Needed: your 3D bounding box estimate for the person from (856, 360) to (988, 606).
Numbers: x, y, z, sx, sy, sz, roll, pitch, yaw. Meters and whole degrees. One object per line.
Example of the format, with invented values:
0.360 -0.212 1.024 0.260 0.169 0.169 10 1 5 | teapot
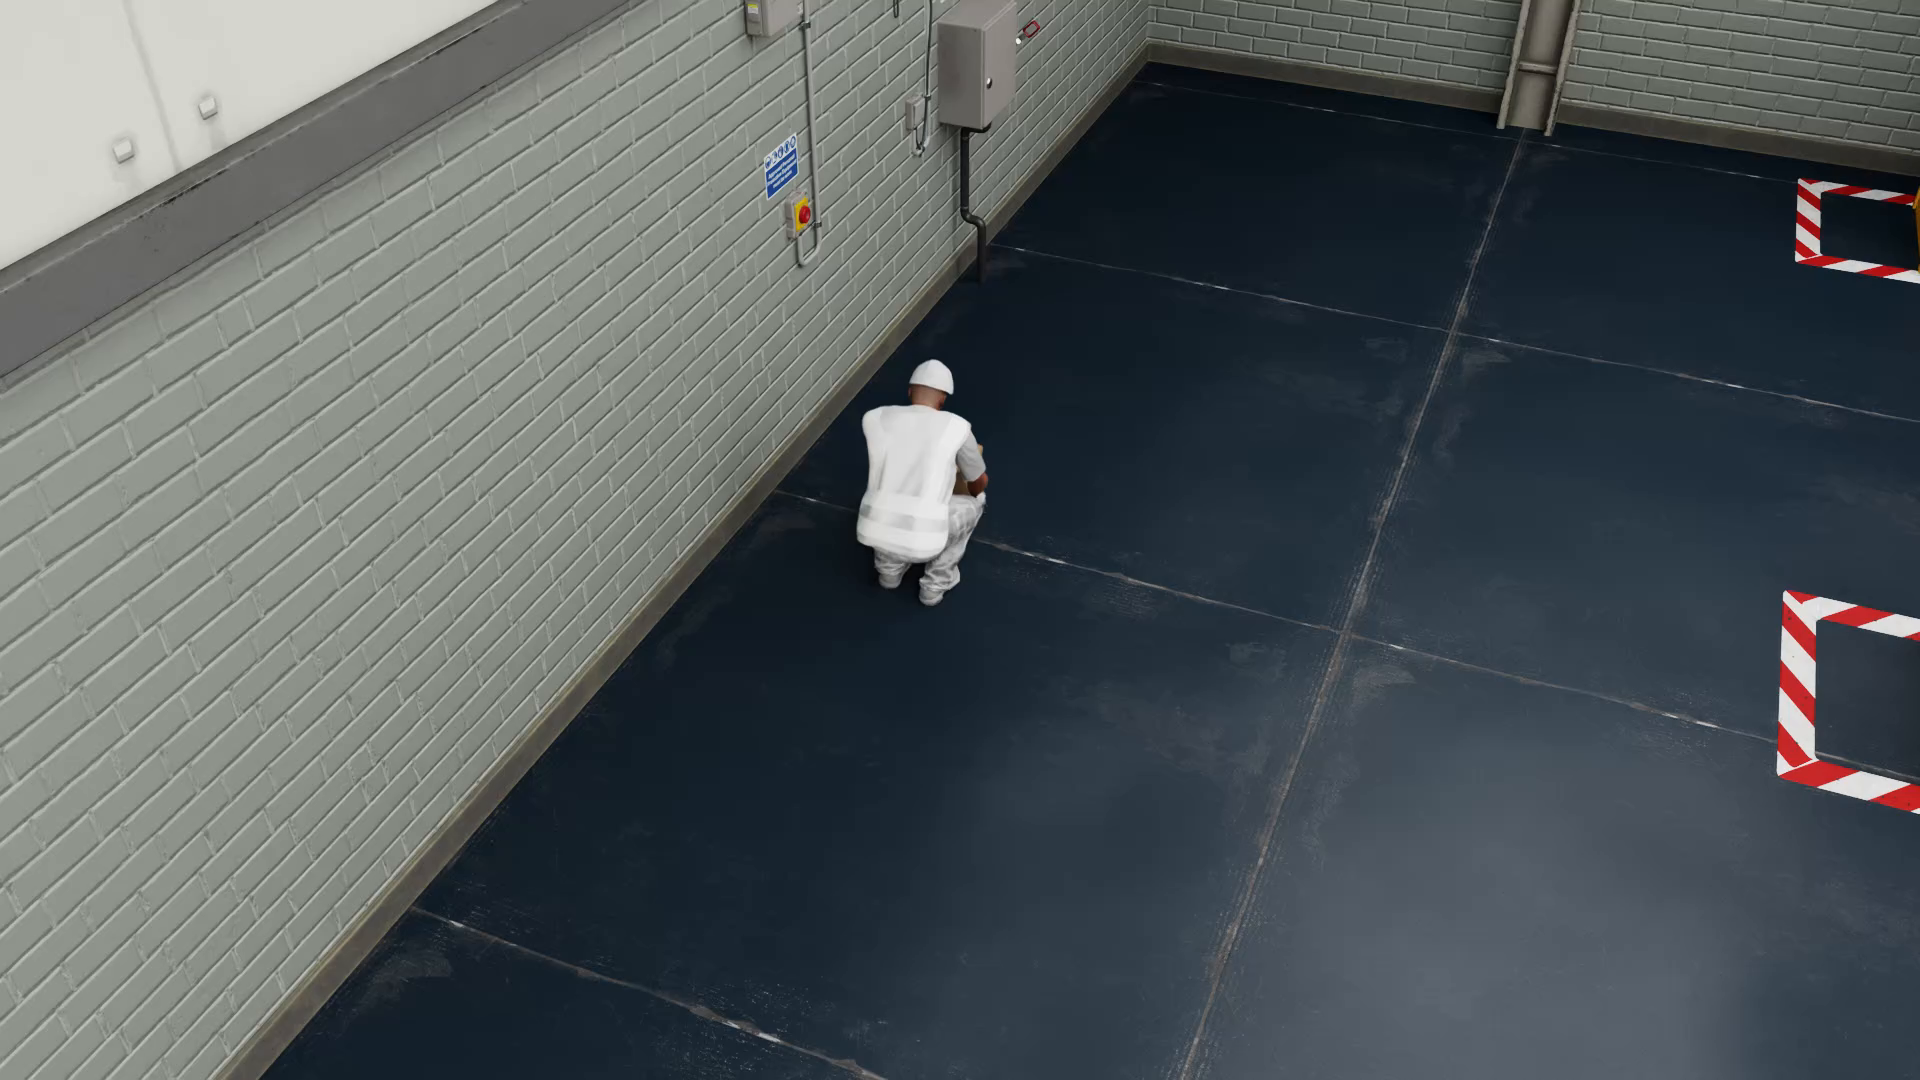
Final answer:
-0.191 -0.272 7.823 0.565 0.996 0.899 14 39 17 | person
